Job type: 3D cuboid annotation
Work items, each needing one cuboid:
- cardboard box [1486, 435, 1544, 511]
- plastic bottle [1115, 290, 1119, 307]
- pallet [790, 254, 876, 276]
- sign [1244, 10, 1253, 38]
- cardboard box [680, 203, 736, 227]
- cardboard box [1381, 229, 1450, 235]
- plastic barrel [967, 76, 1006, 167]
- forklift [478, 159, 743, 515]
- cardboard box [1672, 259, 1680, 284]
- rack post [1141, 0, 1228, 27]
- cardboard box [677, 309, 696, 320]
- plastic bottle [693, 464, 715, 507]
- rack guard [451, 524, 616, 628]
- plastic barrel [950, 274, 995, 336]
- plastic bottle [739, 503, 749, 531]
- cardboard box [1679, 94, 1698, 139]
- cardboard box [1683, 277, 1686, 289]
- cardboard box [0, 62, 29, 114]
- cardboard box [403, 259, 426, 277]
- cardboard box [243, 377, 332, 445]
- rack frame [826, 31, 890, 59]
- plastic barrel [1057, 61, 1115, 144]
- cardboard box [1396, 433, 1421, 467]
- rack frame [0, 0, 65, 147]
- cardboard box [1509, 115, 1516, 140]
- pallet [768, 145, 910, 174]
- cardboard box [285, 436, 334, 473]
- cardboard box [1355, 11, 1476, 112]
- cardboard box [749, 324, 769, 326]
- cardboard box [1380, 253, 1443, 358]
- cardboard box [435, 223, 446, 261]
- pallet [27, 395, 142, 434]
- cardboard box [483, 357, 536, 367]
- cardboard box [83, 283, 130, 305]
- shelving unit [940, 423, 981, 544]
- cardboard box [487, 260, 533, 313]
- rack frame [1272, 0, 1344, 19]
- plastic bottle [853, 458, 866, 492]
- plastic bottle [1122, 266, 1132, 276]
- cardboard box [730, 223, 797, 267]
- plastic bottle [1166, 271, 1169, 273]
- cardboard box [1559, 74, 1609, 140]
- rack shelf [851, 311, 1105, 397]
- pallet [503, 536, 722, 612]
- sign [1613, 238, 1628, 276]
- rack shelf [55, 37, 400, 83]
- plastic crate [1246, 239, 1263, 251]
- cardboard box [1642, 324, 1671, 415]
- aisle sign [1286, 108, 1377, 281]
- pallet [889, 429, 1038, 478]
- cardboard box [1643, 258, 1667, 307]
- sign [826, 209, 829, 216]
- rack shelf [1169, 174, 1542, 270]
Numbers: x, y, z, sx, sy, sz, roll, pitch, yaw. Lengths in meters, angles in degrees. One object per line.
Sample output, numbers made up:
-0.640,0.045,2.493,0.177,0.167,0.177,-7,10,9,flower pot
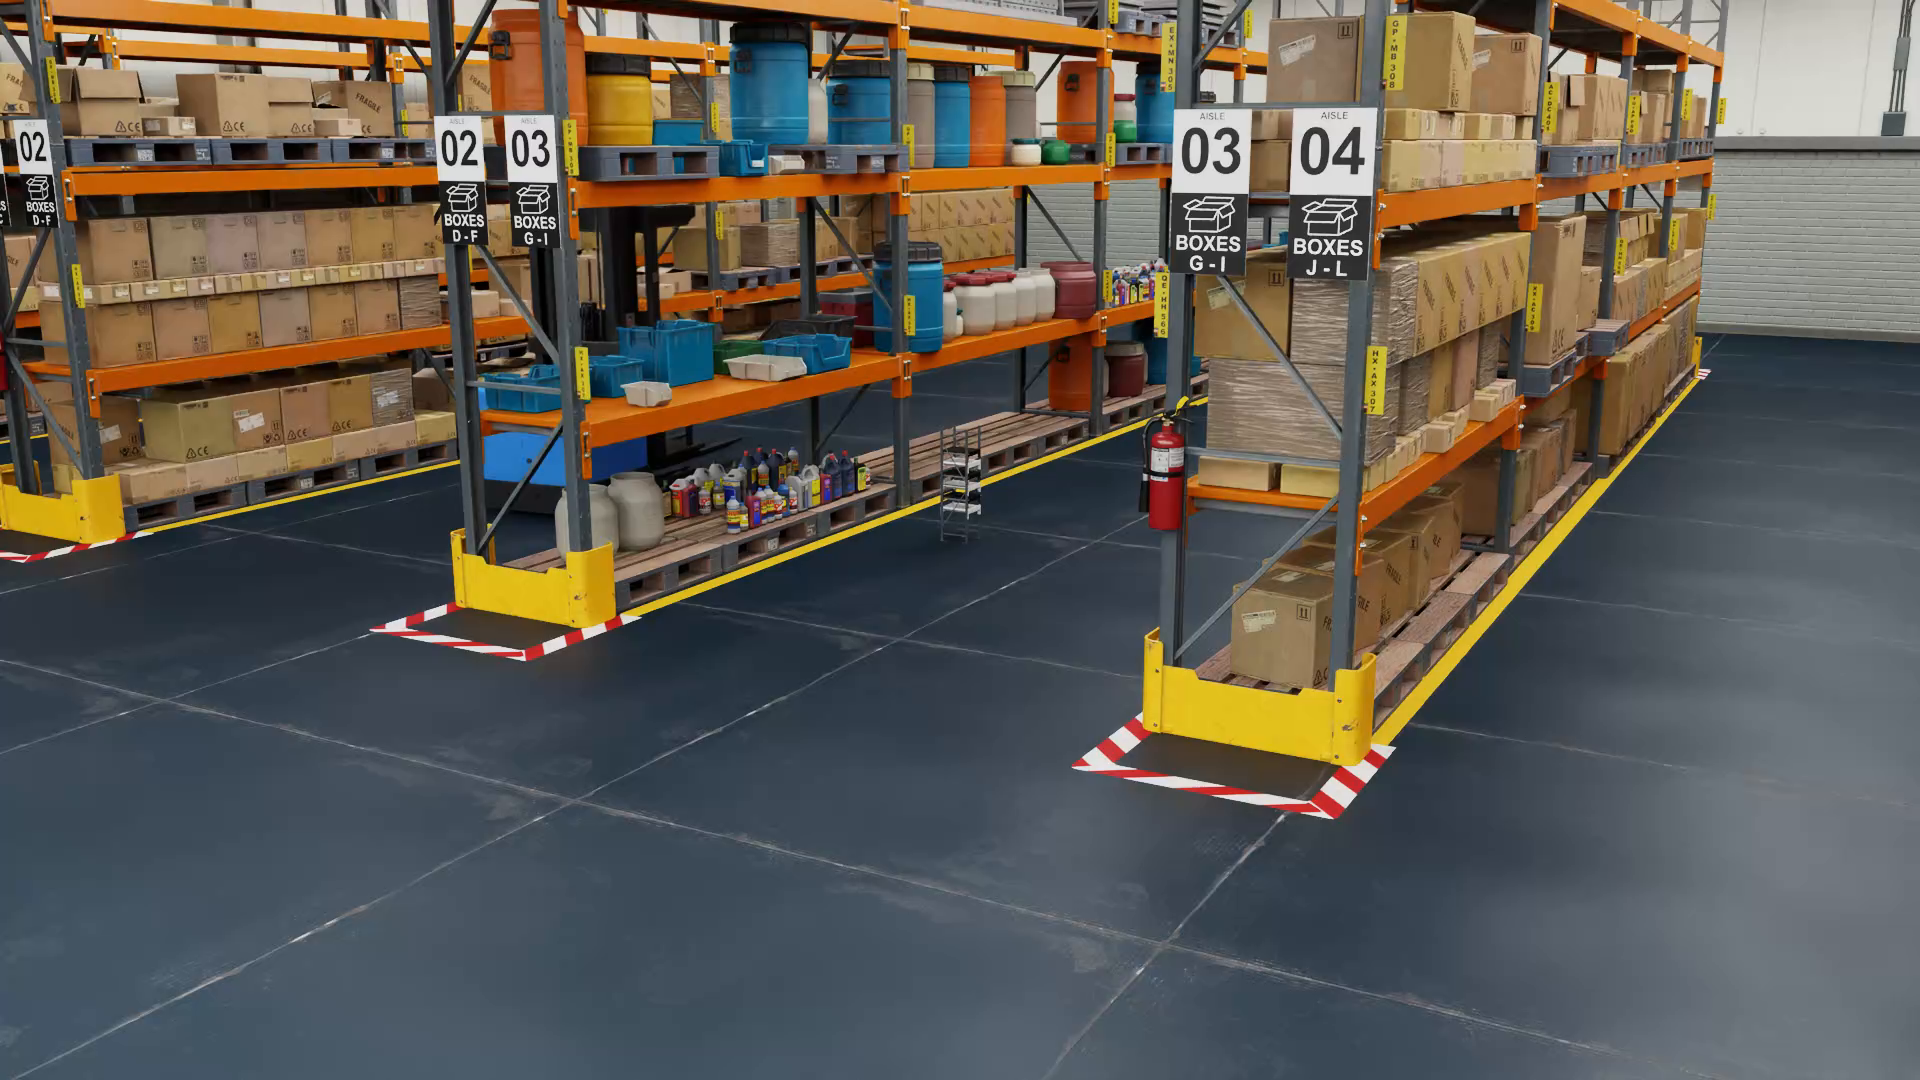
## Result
4.275,-0.558,13.345,0.700,0.500,0.500,6,15,23,cardboard box
1.660,-2.604,17.858,0.097,0.201,0.097,0,14,0,plastic bottle
-1.842,-3.745,22.578,1.003,0.211,1.213,7,15,28,pallet
3.455,-6.180,19.915,0.100,0.325,0.005,7,15,28,sign
-4.344,-5.261,27.815,0.980,0.700,0.700,7,15,28,cardboard box
3.003,-1.841,11.290,0.500,0.500,0.500,7,15,28,cardboard box
0.137,-3.996,15.894,0.600,0.830,0.708,7,15,28,plastic barrel
-3.002,-1.915,14.723,1.130,2.935,3.031,6,15,22,forklift
8.011,-3.107,19.206,0.500,0.250,0.500,7,15,28,cardboard box
2.540,-6.139,19.457,0.937,0.300,0.954,7,15,27,rack post
-4.751,-3.889,27.203,0.700,0.500,0.500,8,16,29,cardboard box
-2.033,-0.430,13.132,0.144,0.351,0.185,8,16,30,plastic bottle
-2.831,0.228,11.021,1.175,0.500,0.348,7,15,28,rack guard
0.116,-2.175,15.365,0.433,0.535,0.433,0,14,0,plastic barrel
-1.628,-0.178,12.402,0.097,0.201,0.097,0,14,0,plastic bottle
8.277,-4.995,19.629,0.700,0.500,0.500,8,16,30,cardboard box
8.496,-3.088,19.978,0.380,0.149,0.250,7,15,26,cardboard box
-9.828,-4.664,17.191,0.500,0.500,0.500,8,16,31,cardboard box
-5.293,-2.582,15.747,0.380,0.149,0.250,7,15,27,cardboard box
-5.980,-1.152,14.784,0.500,0.500,0.500,7,15,28,cardboard box
-1.360,-6.907,22.481,1.000,3.000,0.127,7,15,28,rack frame
1.318,-4.595,17.480,0.600,0.830,0.708,7,15,28,plastic barrel
2.357,-0.517,9.315,0.380,0.149,0.250,7,15,28,cardboard box
-7.161,-4.445,12.269,1.000,3.000,0.127,7,15,28,rack frame
3.284,-2.600,10.486,0.380,0.149,0.250,7,15,25,cardboard box
-1.156,-2.994,13.056,1.213,0.211,1.003,7,15,28,pallet
-5.981,-0.788,14.873,0.500,0.250,0.500,7,15,28,cardboard box
2.463,-2.574,8.993,0.500,0.500,0.500,7,15,28,cardboard box
-2.548,-2.601,21.818,0.500,0.500,0.500,7,15,26,cardboard box
2.261,-1.268,8.912,0.500,0.500,0.500,7,15,28,cardboard box
-7.173,-4.004,22.349,0.500,0.500,0.500,8,16,30,cardboard box
-9.859,-1.412,18.440,1.003,0.211,1.213,7,15,28,pallet
-4.793,-1.814,17.932,0.500,0.311,0.500,7,15,28,cardboard box
-6.783,-1.948,13.117,0.380,0.149,0.250,7,15,28,cardboard box
0.004,-0.439,12.935,0.258,0.900,0.210,7,15,28,shelving unit
-4.587,-2.661,17.459,0.500,0.500,0.500,9,16,32,cardboard box
4.908,-7.165,23.554,1.000,3.000,0.127,7,15,28,rack frame
-0.837,-0.544,13.748,0.061,0.283,0.133,8,16,31,plastic bottle
1.969,-3.126,19.865,0.152,0.276,0.135,7,15,28,plastic bottle
-2.479,-3.730,20.997,0.700,0.500,0.500,11,17,38,cardboard box
2.397,-2.948,19.109,0.061,0.283,0.133,7,15,28,plastic bottle
4.873,-3.464,13.321,0.500,0.500,0.500,8,16,29,cardboard box
0.074,-1.847,15.832,1.077,0.370,4.000,7,15,28,rack shelf
-2.434,0.202,11.744,1.003,0.211,1.213,7,15,28,pallet
5.856,-2.511,14.748,0.100,0.325,0.005,7,15,28,sign
-8.599,-5.692,19.831,1.077,0.370,4.000,7,15,28,rack shelf
3.625,-3.643,21.481,0.402,0.464,0.583,7,15,28,plastic crate
7.018,-1.905,18.171,1.225,0.875,0.875,7,15,28,cardboard box
1.742,-1.622,7.815,0.394,0.787,0.004,7,15,28,aisle sign
0.041,-0.848,16.101,1.003,0.211,1.213,7,15,28,pallet
7.323,-2.789,17.988,0.500,0.500,0.500,7,15,28,cardboard box
-1.839,-4.471,23.331,0.100,0.325,0.005,7,15,28,sign
2.476,-1.924,9.748,1.077,0.370,4.000,7,15,28,rack shelf
